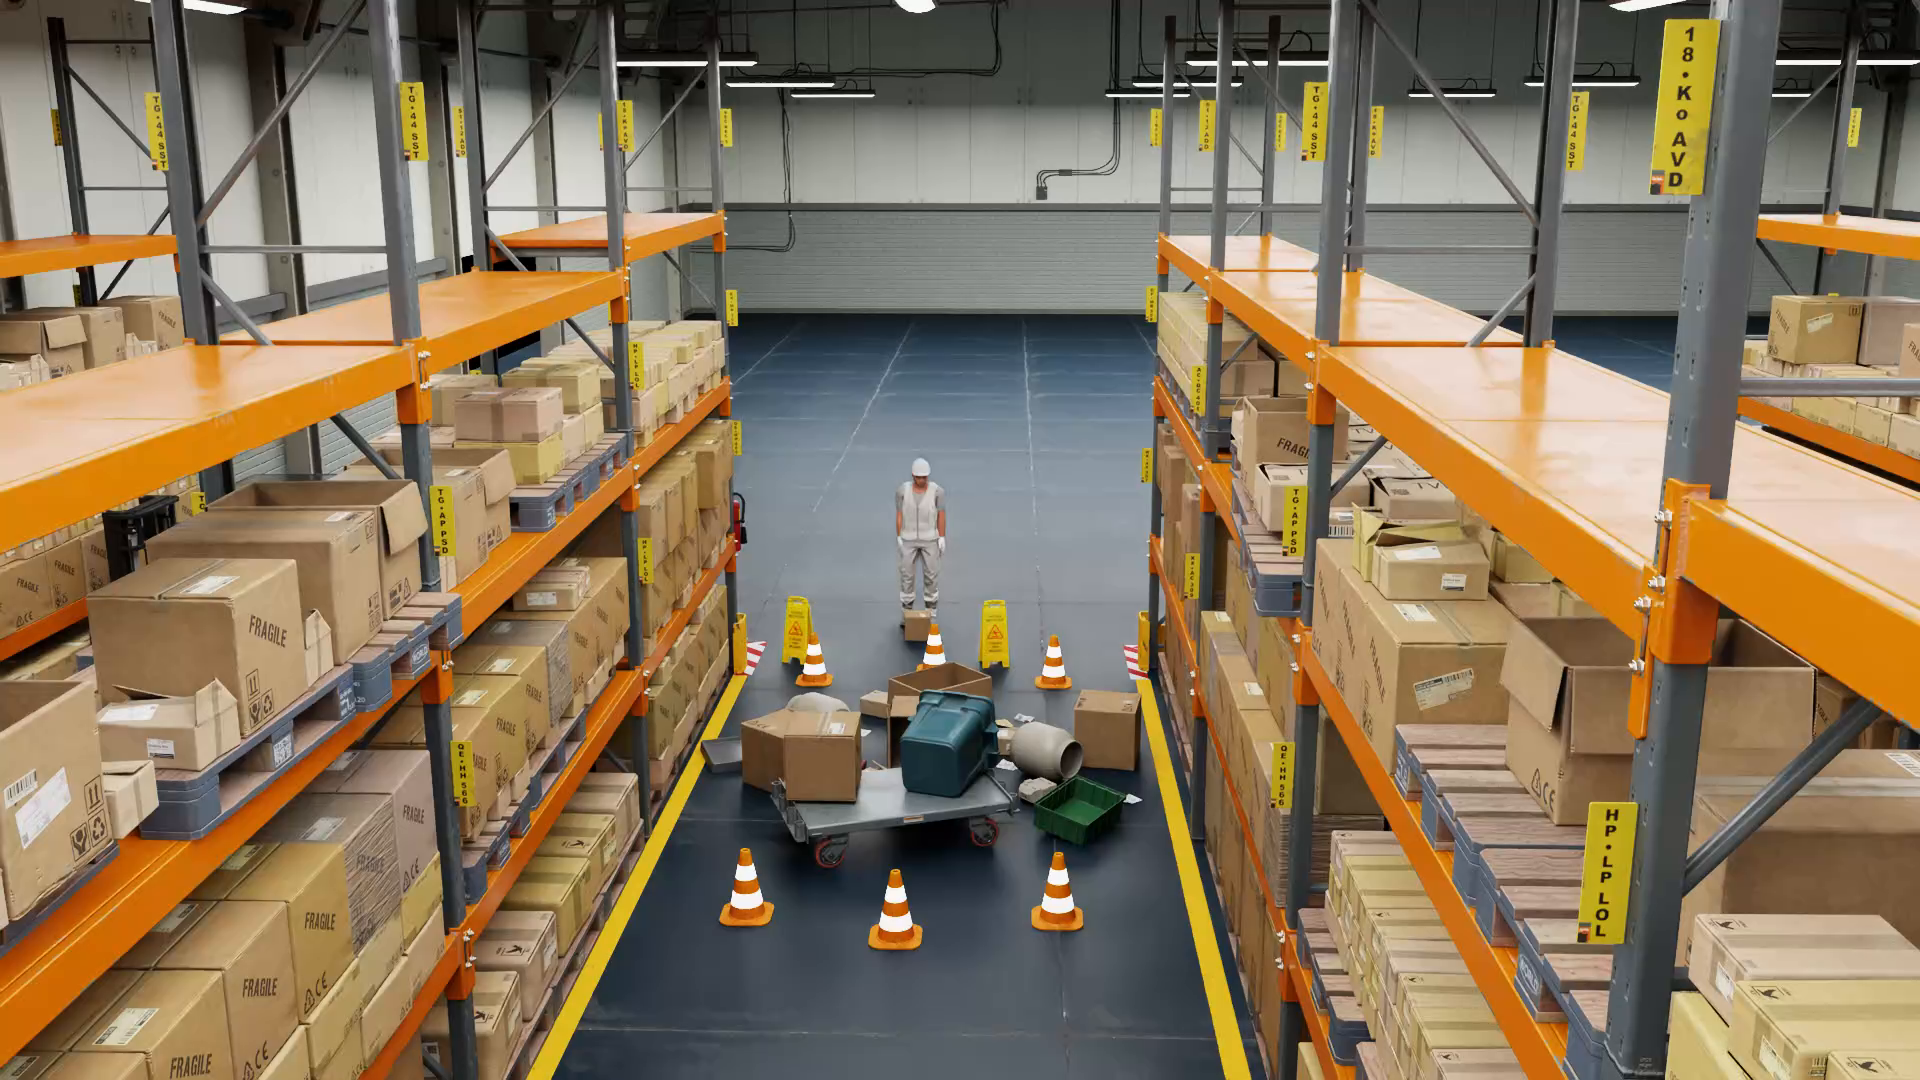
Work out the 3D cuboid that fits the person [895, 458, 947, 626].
[{"bbox_3d":[-0.406,0.018,17.229,0.529,1.774,0.364,1,14,3],"label":"person"}]
